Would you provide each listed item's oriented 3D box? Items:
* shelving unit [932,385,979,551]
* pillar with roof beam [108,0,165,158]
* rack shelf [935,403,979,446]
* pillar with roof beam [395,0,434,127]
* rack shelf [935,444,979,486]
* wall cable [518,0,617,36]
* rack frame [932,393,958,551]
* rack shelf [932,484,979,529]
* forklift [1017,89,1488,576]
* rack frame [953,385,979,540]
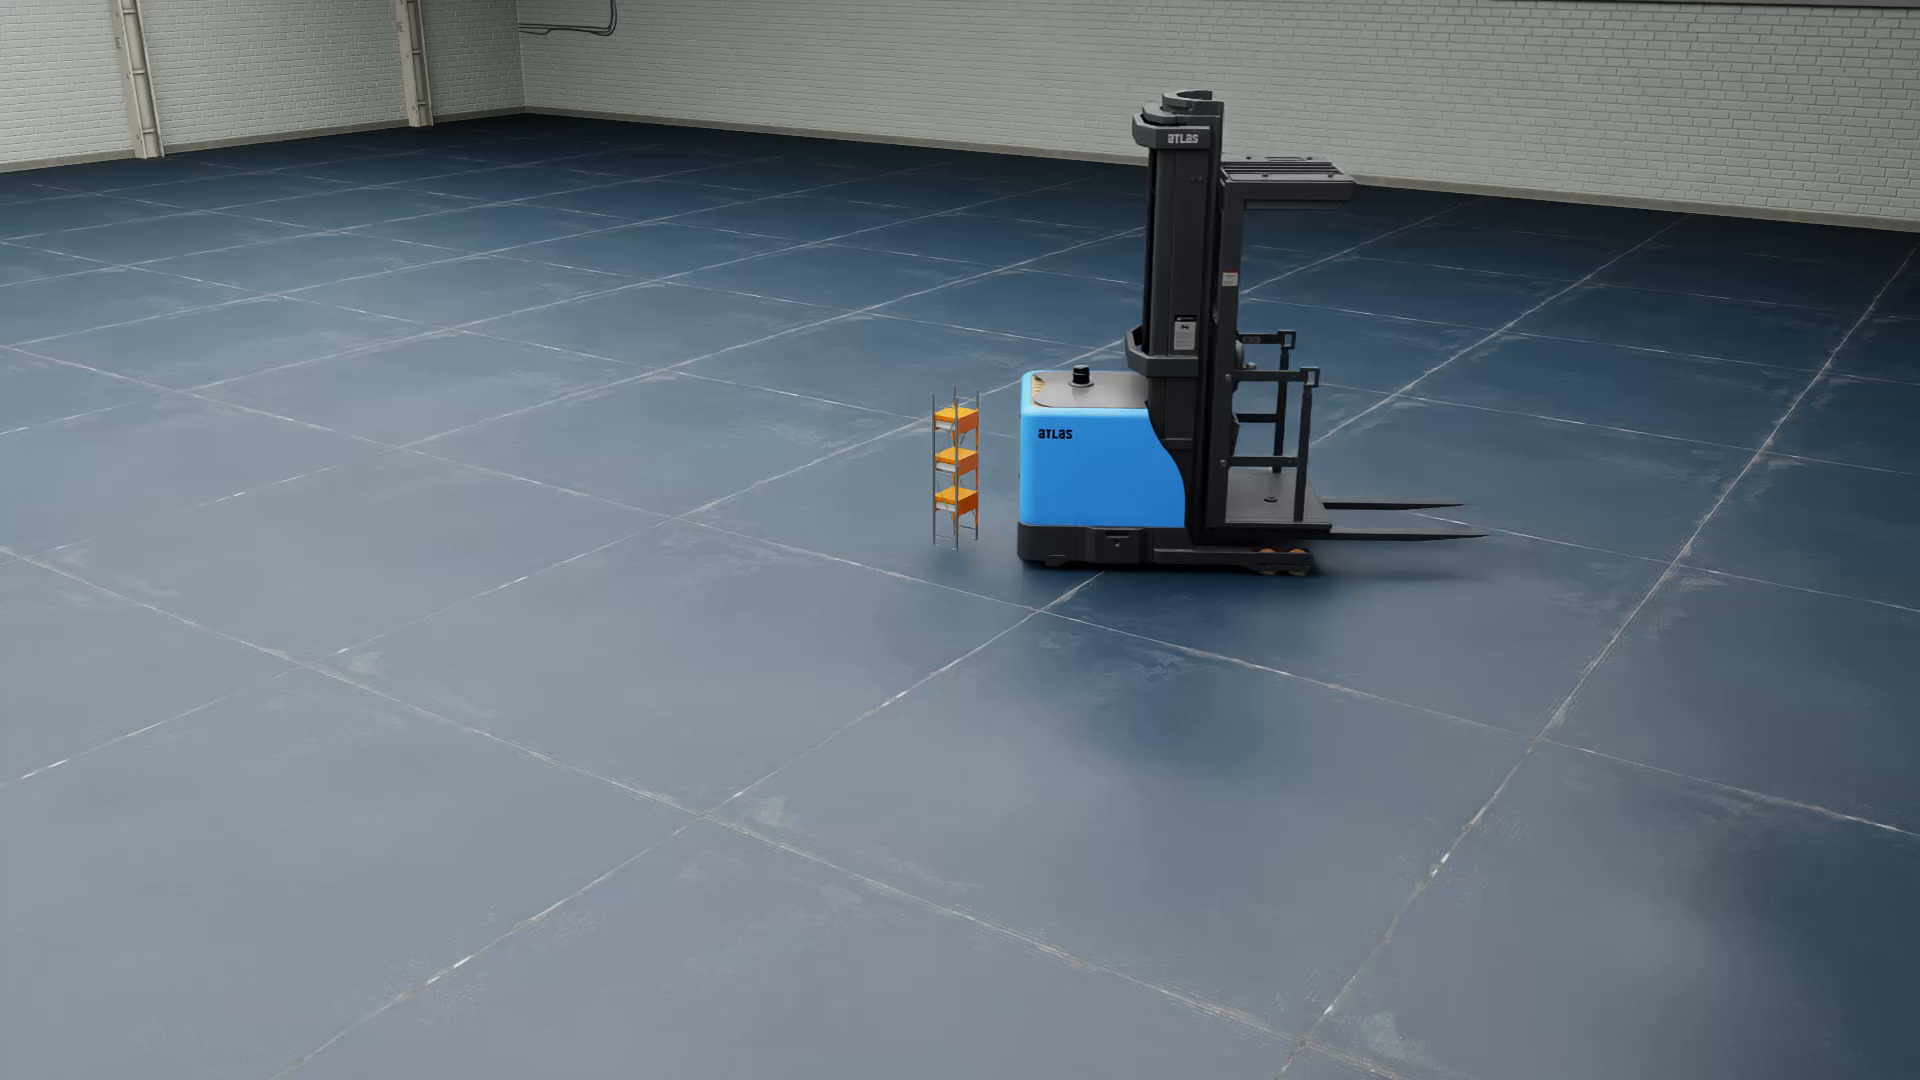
[{"bbox_3d":[-0.030,-0.477,11.041,0.215,1.050,0.252,13,24,32],"label":"shelving unit"},{"bbox_3d":[-11.010,-10.275,26.071,9.100,9.000,0.400,13,24,32],"label":"pillar with roof beam"},{"bbox_3d":[-0.030,-0.733,10.947,0.215,0.259,0.240,13,24,32],"label":"rack shelf"},{"bbox_3d":[-7.637,-11.996,30.725,9.100,9.000,0.400,13,24,32],"label":"pillar with roof beam"},{"bbox_3d":[-0.030,-0.467,11.045,0.215,0.259,0.240,13,24,32],"label":"rack shelf"},{"bbox_3d":[-8.448,-11.967,35.121,3.097,2.526,0.112,13,24,32],"label":"wall cable"},{"bbox_3d":[-0.099,-0.442,10.947,0.200,1.050,0.008,13,24,32],"label":"rack frame"},{"bbox_3d":[-0.030,-0.206,11.141,0.215,0.259,0.240,13,24,32],"label":"rack shelf"},{"bbox_3d":[1.902,-1.335,10.650,3.031,2.935,1.130,1,20,2],"label":"forklift"},{"bbox_3d":[0.038,-0.512,11.136,0.200,1.050,0.008,13,24,32],"label":"rack frame"}]
